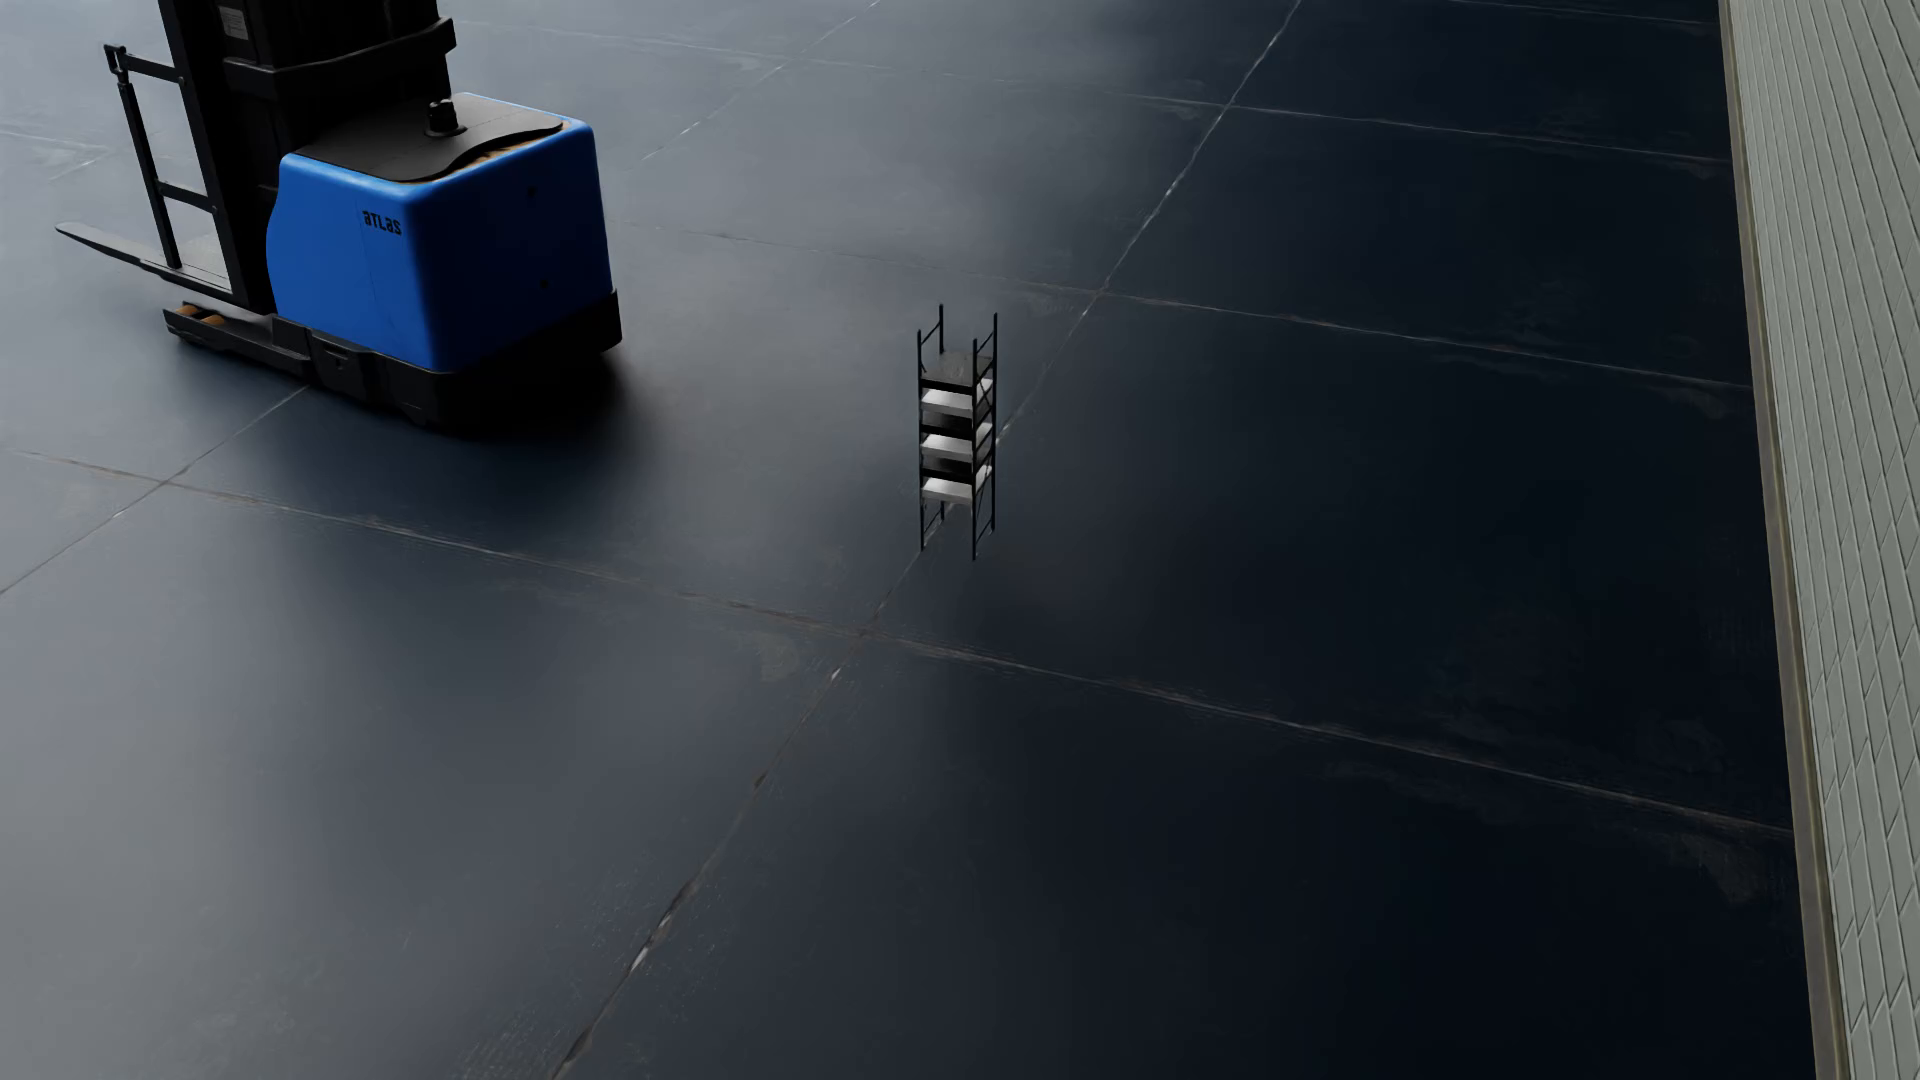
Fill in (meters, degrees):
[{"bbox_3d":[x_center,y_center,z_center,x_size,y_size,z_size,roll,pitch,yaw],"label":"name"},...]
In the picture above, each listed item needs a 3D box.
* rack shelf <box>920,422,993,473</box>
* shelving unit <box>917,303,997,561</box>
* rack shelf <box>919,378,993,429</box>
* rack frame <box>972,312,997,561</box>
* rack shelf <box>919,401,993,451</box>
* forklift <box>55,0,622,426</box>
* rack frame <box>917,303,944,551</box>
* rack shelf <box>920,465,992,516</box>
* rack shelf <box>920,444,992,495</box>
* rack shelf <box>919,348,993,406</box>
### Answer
[{"bbox_3d":[-0.008,-0.352,6.026,0.200,0.077,0.258,11,34,16],"label":"rack shelf"},{"bbox_3d":[-0.008,-0.380,6.008,0.210,0.900,0.258,11,34,16],"label":"shelving unit"},{"bbox_3d":[-0.008,-0.503,5.929,0.200,0.077,0.258,11,34,16],"label":"rack shelf"},{"bbox_3d":[0.088,-0.361,5.979,0.006,0.900,0.240,11,34,16],"label":"rack frame"},{"bbox_3d":[-0.008,-0.427,5.977,0.200,0.077,0.258,11,34,16],"label":"rack shelf"},{"bbox_3d":[-3.043,-2.305,7.118,3.031,2.935,1.130,19,38,27],"label":"forklift"},{"bbox_3d":[-0.103,-0.398,6.037,0.006,0.900,0.240,11,34,16],"label":"rack frame"},{"bbox_3d":[-0.008,-0.200,6.124,0.200,0.077,0.258,11,34,16],"label":"rack shelf"},{"bbox_3d":[-0.008,-0.276,6.075,0.200,0.077,0.258,11,34,16],"label":"rack shelf"},{"bbox_3d":[-0.008,-0.578,5.880,0.200,0.077,0.258,11,34,16],"label":"rack shelf"}]
